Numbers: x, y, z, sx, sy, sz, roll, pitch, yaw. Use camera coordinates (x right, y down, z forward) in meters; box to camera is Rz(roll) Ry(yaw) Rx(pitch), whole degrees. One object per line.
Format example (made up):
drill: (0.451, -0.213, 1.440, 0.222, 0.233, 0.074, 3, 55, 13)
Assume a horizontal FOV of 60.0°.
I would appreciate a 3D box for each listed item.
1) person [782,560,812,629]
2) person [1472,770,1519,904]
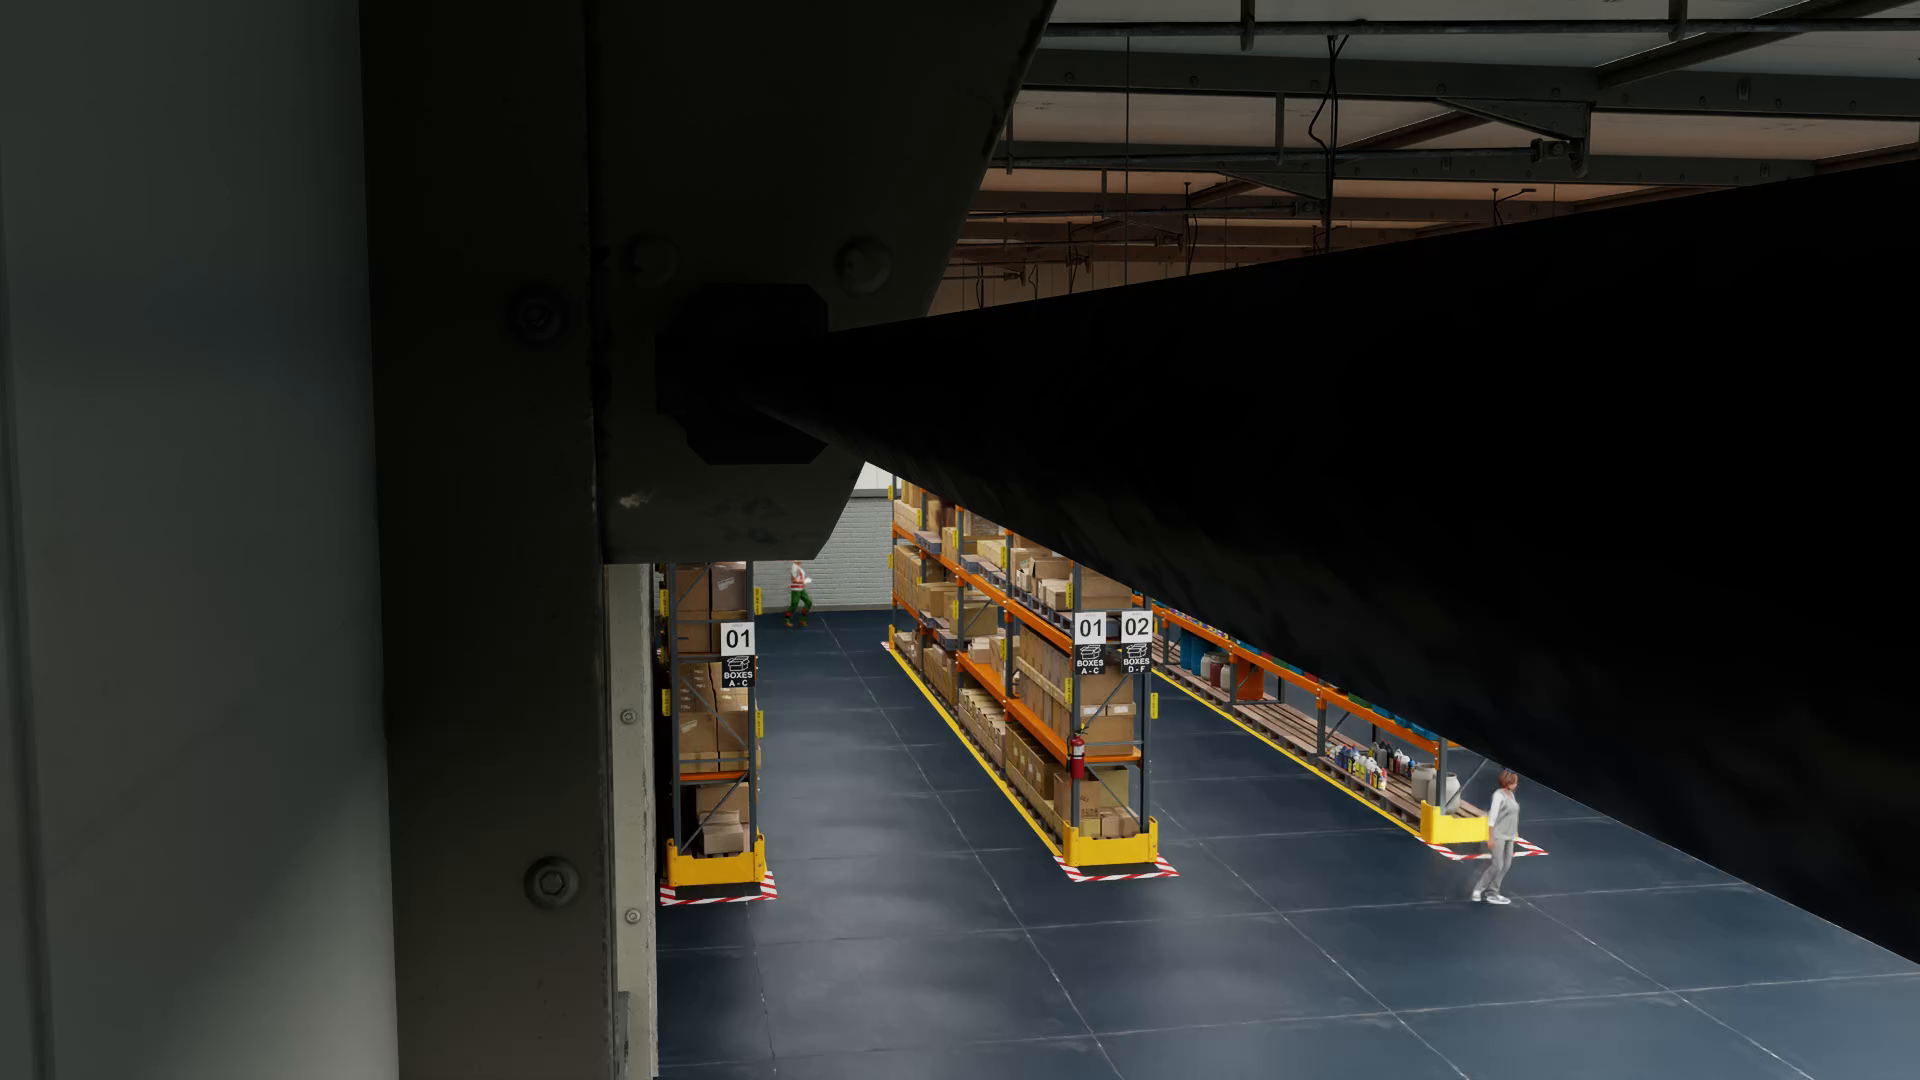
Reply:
person: (-3.832, 1.201, 39.214, 0.733, 1.815, 0.647, 1, 6, 11)
person: (6.228, 3.458, 19.346, 0.434, 1.582, 0.541, 6, 8, 43)
